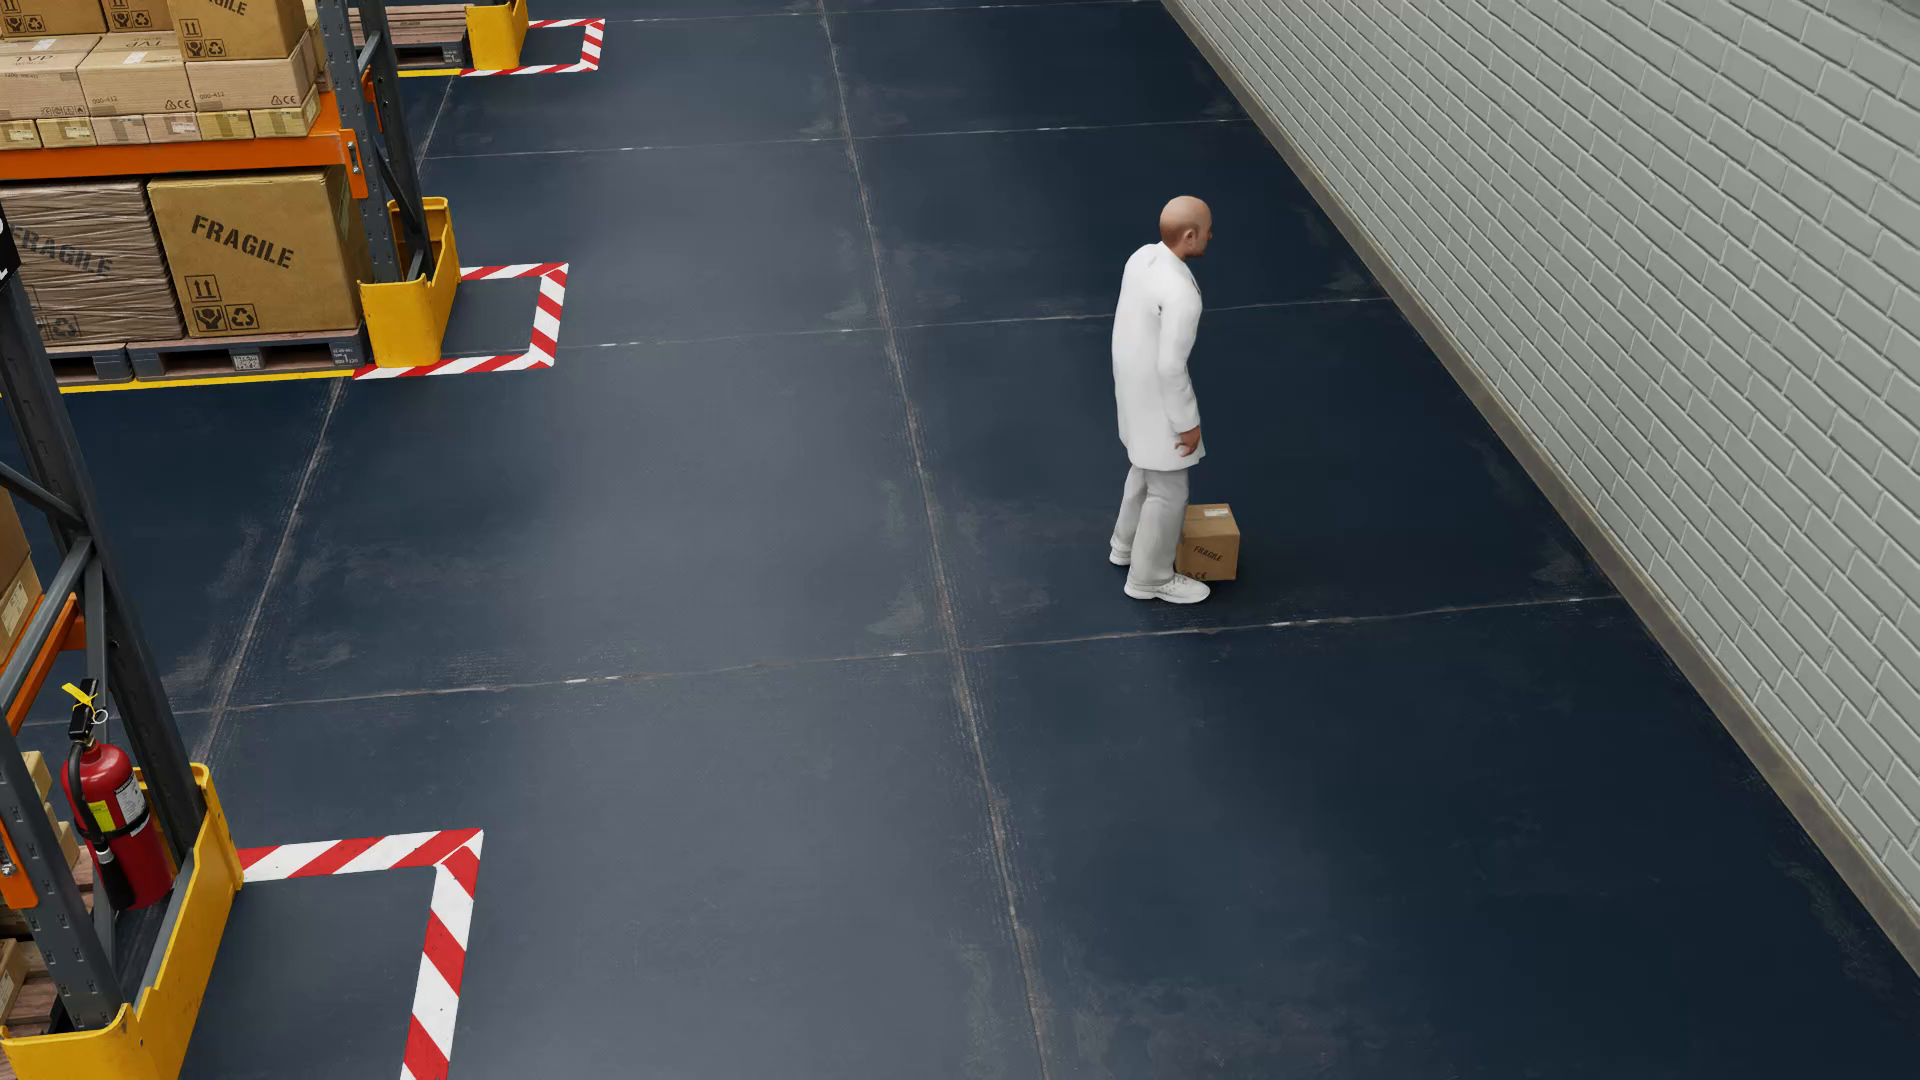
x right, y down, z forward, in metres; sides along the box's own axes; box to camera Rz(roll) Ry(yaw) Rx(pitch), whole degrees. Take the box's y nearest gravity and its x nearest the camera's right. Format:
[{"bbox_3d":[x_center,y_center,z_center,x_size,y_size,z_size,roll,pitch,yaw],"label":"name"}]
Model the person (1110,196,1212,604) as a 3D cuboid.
[{"bbox_3d":[0.855,-0.603,7.040,0.425,1.773,0.652,-6,35,-9],"label":"person"}]
